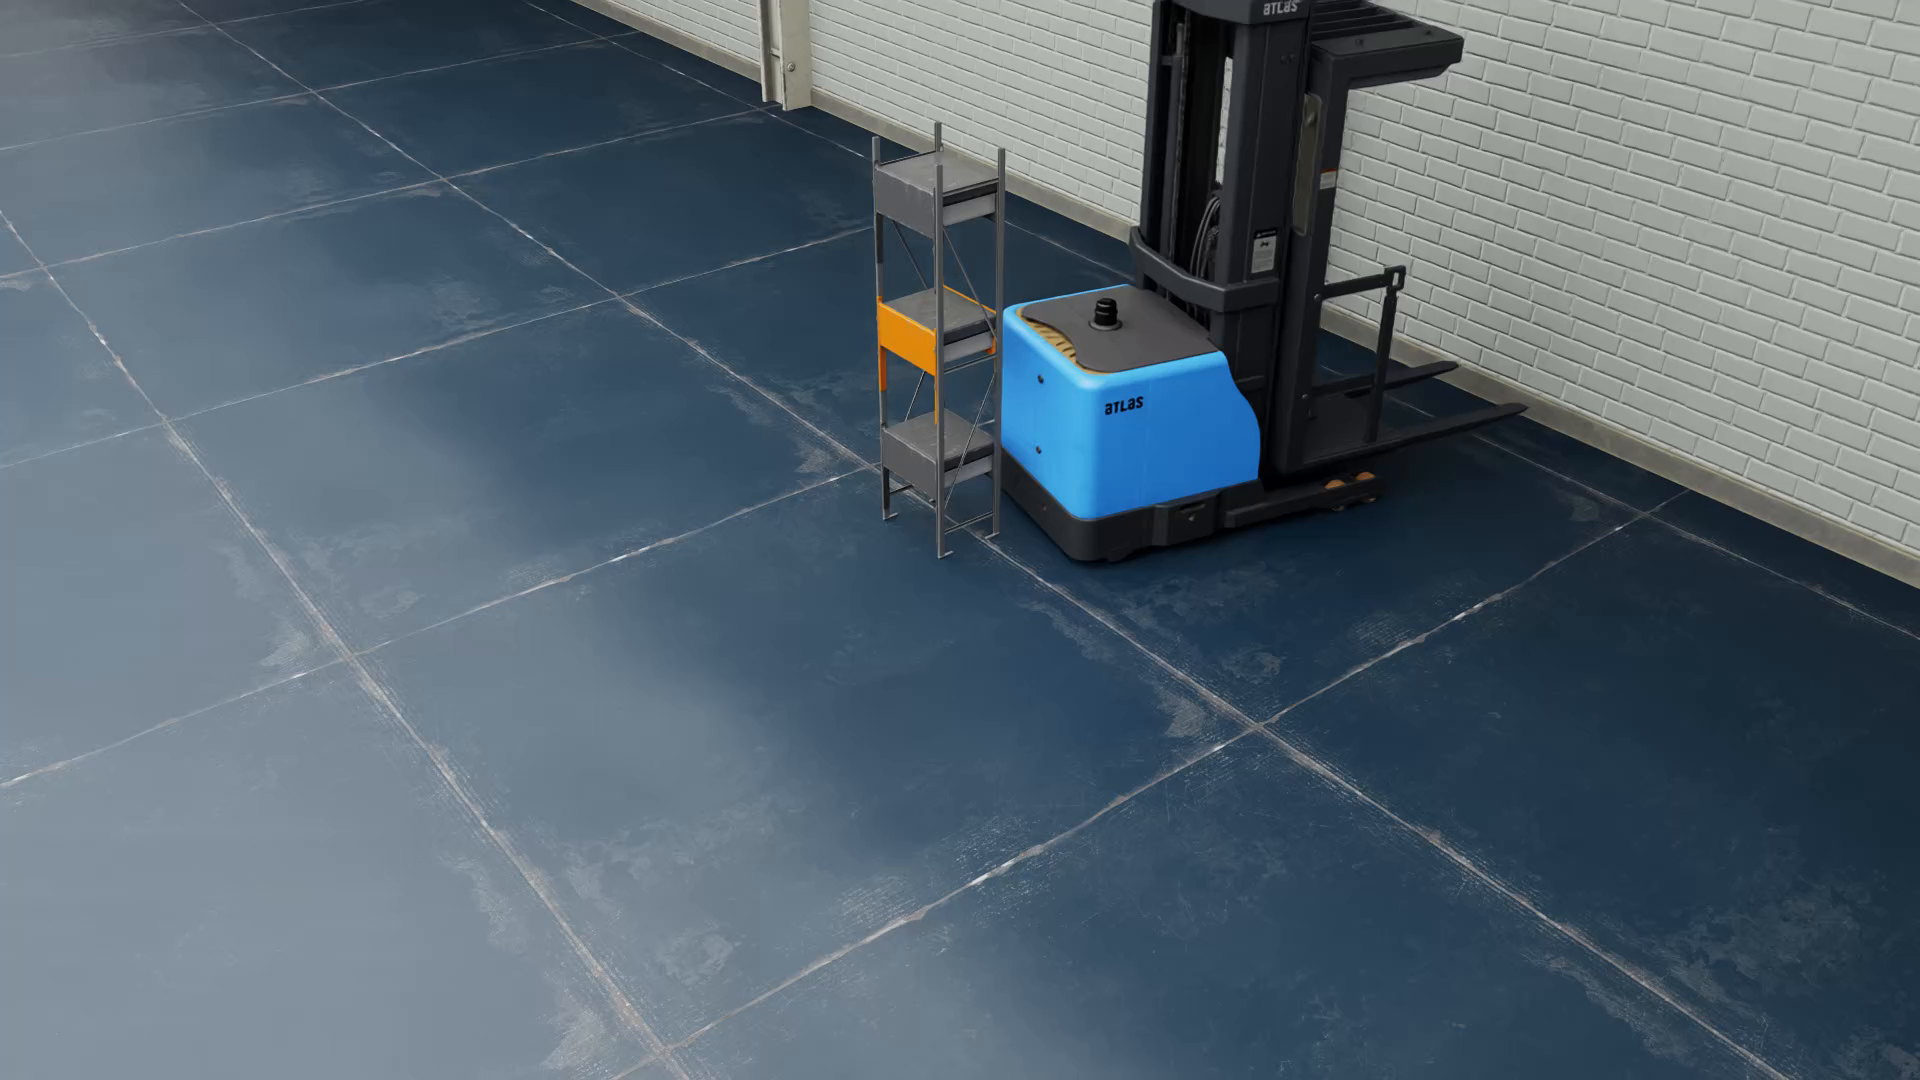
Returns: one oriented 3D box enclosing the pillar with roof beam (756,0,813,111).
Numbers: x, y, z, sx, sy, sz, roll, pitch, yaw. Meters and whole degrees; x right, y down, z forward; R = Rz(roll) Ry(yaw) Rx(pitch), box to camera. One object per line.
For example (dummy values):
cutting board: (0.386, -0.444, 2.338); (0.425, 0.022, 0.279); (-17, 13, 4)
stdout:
pillar with roof beam: (-4.969, -6.424, 10.565); (9.100, 9.000, 0.400); (-22, 38, -31)

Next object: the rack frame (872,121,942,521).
rack frame: (-0.251, -1.063, 8.471); (0.400, 2.100, 0.015); (-22, 38, -31)

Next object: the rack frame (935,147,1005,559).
rack frame: (0.048, -0.859, 8.143); (0.400, 2.100, 0.015); (-22, 38, -31)

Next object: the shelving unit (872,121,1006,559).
shelving unit: (-0.101, -0.961, 8.307); (0.431, 2.100, 0.503); (-22, 38, -31)

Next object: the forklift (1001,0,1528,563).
forklift: (1.750, -1.643, 8.617); (3.031, 2.935, 1.130); (-14, 34, -21)

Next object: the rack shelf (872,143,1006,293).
rack shelf: (-0.101, -1.544, 7.945); (0.431, 0.518, 0.480); (-22, 38, -31)

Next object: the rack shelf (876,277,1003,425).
rack shelf: (-0.101, -0.949, 8.314); (0.431, 0.518, 0.480); (-22, 38, -31)

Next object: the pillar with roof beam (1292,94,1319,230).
pillar with roof beam: (-1.290, -3.924, 6.539); (9.100, 9.000, 0.400); (-22, 38, -31)

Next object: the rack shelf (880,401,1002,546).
rack shelf: (-0.101, -0.355, 8.684); (0.431, 0.518, 0.480); (-22, 38, -31)
